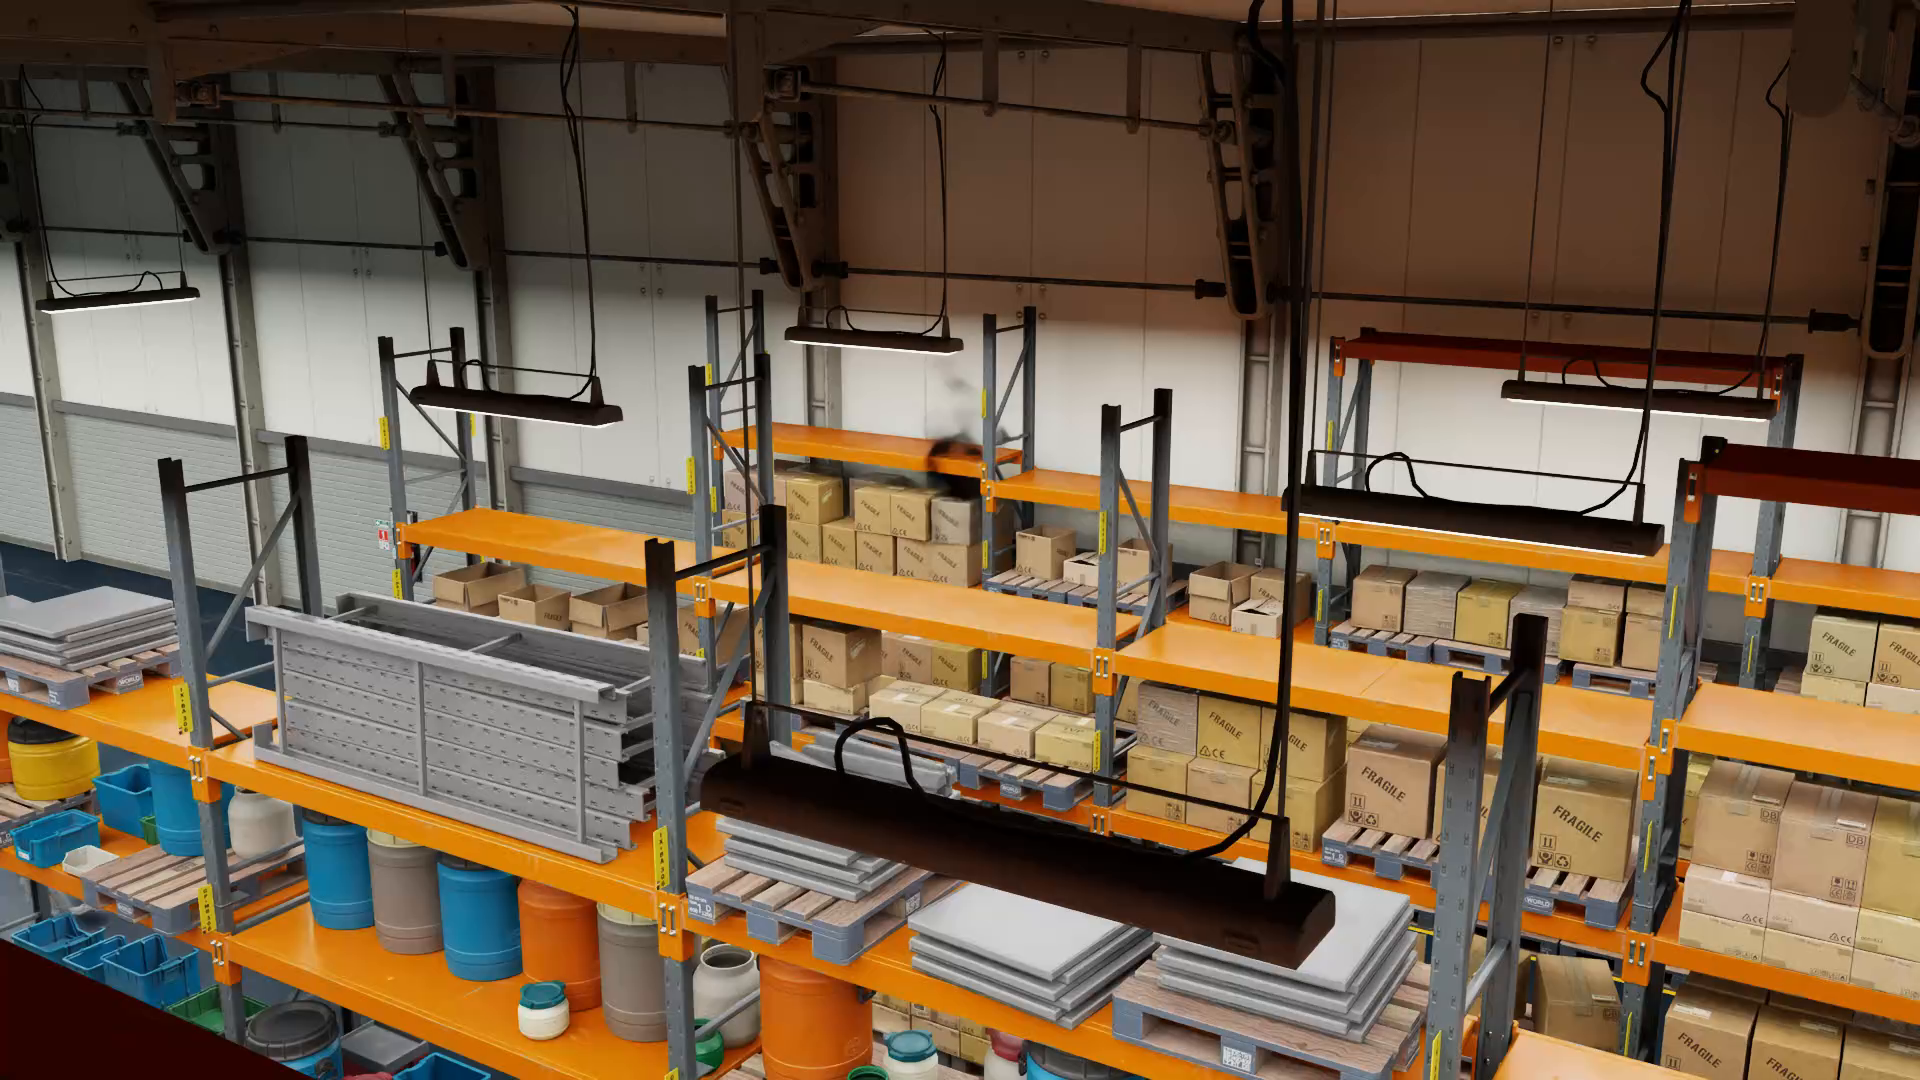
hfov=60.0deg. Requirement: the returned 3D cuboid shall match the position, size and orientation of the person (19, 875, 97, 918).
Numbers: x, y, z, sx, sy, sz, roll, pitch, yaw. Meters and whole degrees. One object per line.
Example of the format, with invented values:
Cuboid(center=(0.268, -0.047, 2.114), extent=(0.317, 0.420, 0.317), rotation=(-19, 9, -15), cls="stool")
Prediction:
Cuboid(center=(-9.285, 3.134, 17.013), extent=(0.733, 1.790, 0.707), rotation=(-8, 16, -28), cls="person")
